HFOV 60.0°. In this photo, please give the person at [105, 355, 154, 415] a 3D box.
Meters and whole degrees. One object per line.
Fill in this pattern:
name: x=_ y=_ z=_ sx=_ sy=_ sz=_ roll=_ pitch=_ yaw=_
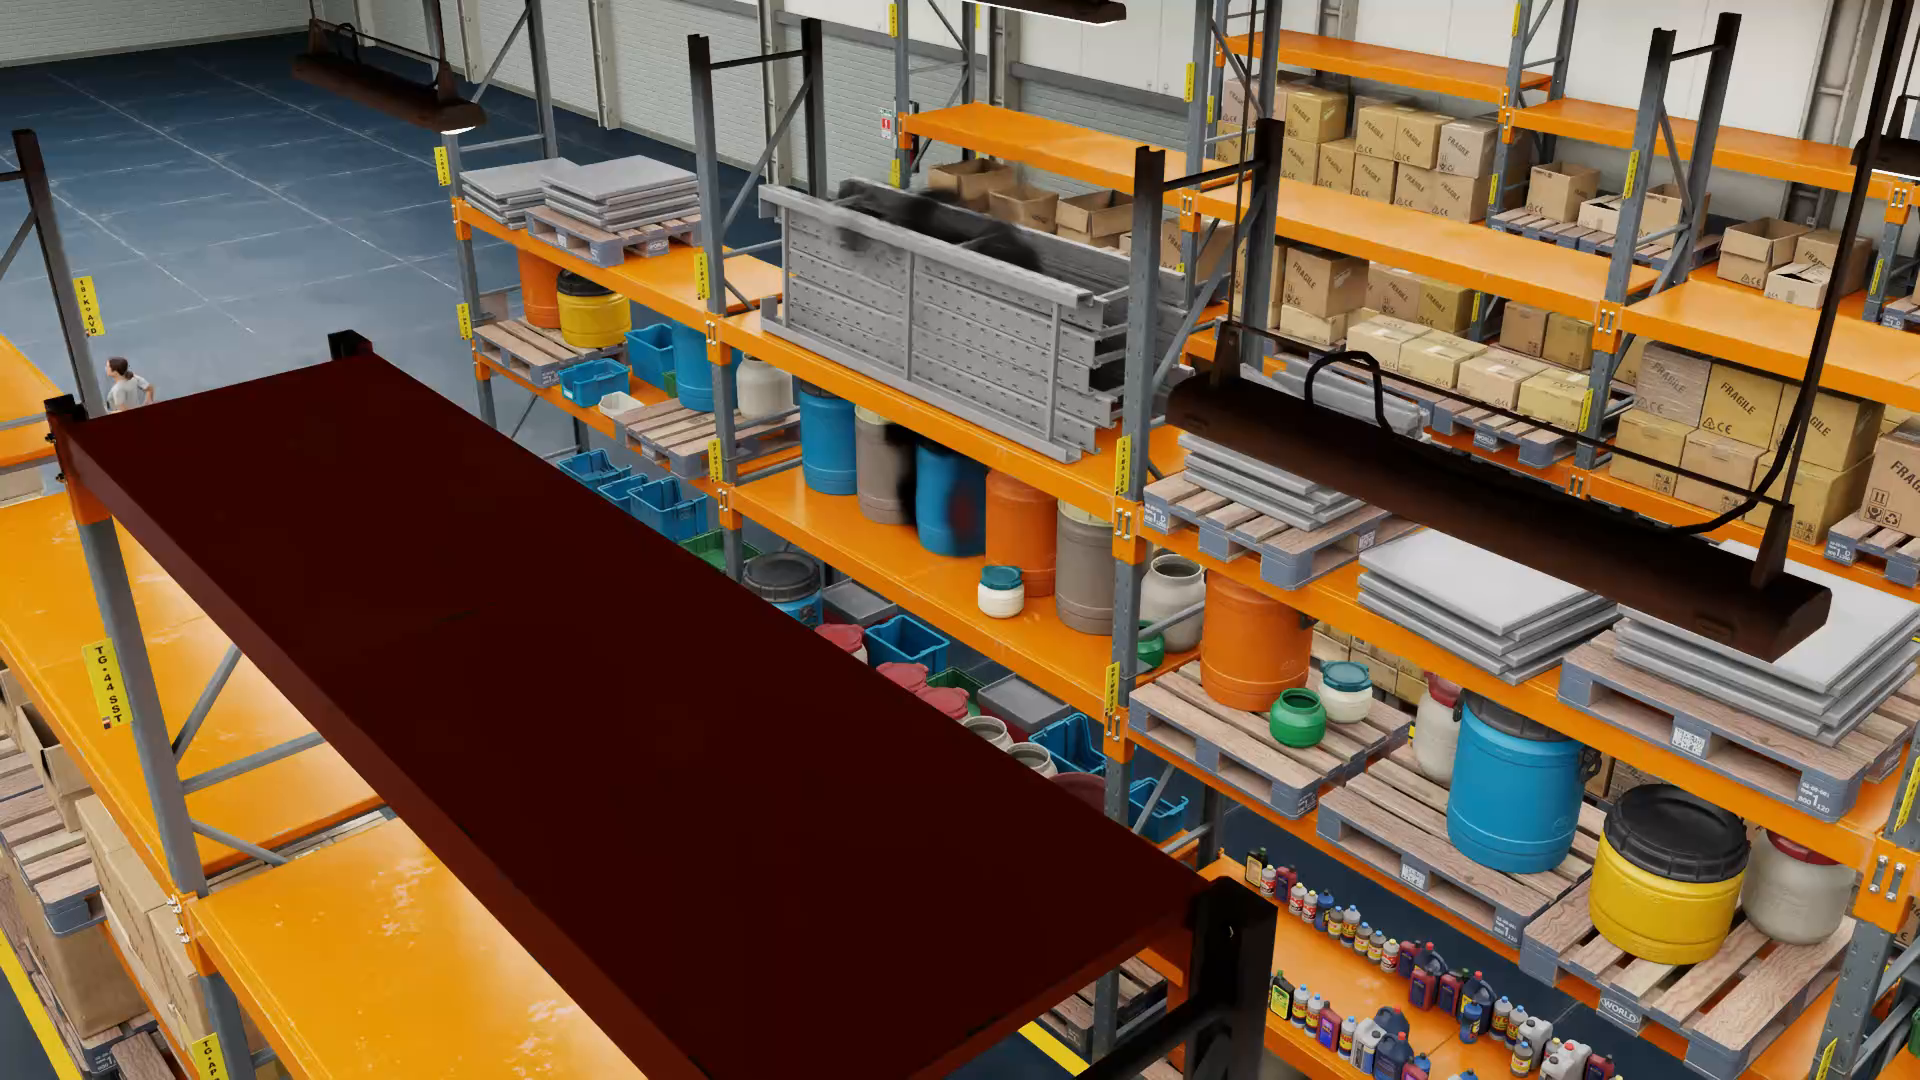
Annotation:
person: x=-8.959 y=-1.204 z=18.084 sx=0.883 sy=1.688 sz=0.564 roll=-6 pitch=28 yaw=-11
